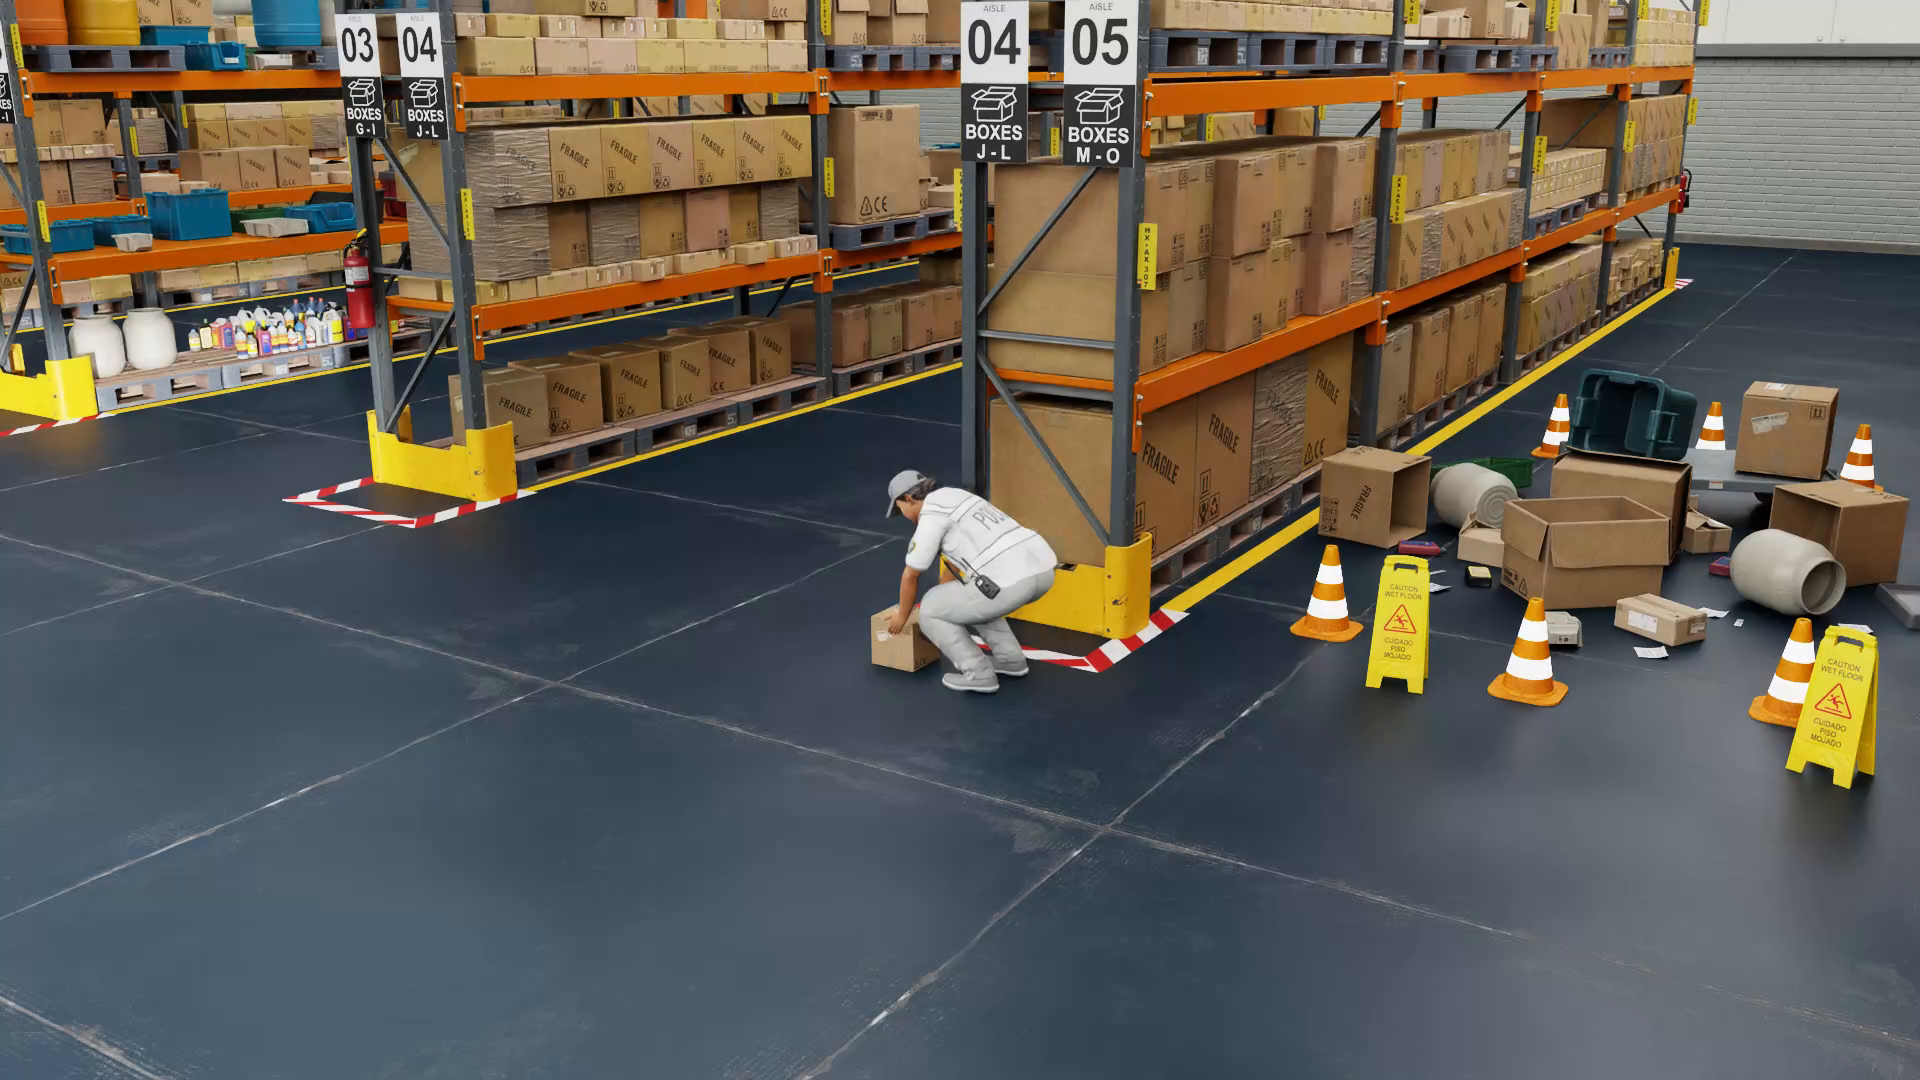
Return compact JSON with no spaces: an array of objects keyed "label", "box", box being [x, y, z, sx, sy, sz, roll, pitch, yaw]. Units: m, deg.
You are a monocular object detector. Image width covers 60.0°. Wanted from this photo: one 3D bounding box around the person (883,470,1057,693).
[{"label":"person","box":[0.028,0.191,8.047,0.826,1.016,0.527,10,19,31]}]
